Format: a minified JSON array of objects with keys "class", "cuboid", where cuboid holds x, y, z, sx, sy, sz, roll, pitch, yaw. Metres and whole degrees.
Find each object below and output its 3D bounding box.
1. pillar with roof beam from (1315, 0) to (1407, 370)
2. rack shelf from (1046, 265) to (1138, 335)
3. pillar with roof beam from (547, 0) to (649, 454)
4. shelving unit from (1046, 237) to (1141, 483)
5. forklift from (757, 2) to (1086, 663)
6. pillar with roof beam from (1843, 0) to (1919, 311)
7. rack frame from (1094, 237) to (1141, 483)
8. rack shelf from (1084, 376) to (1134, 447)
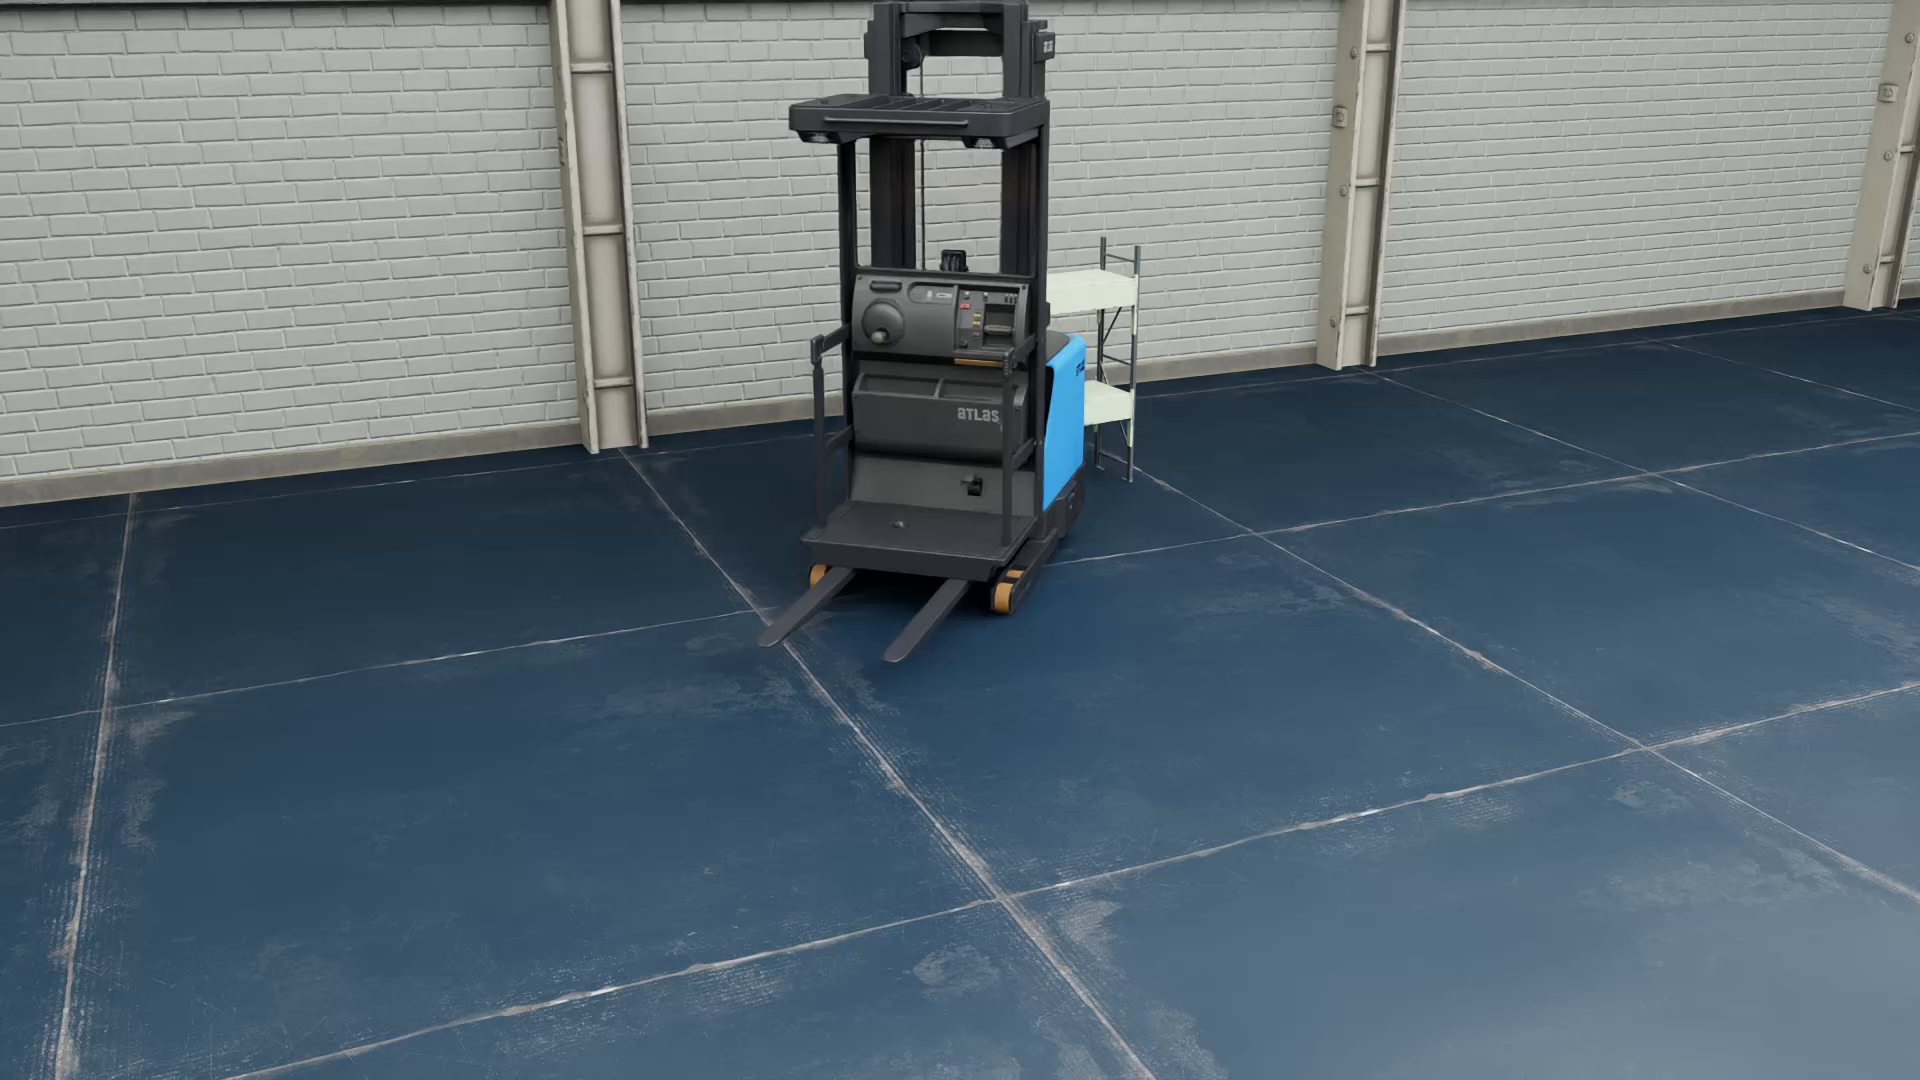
[{"class":"pillar with roof beam","cuboid":[4.856,-4.372,8.390,0.400,9.000,9.100,-8,21,-22]},{"class":"rack shelf","cuboid":[0.669,-1.438,10.172,0.720,0.370,0.431,-11,22,-28]},{"class":"pillar with roof beam","cuboid":[-0.653,-3.583,6.149,0.400,9.000,9.100,-8,21,-22]},{"class":"shelving unit","cuboid":[0.669,-1.070,10.301,0.755,1.500,0.431,-11,22,-28]},{"class":"forklift","cuboid":[-0.165,-1.148,8.369,1.130,2.935,3.031,6,20,16]},{"class":"pillar with roof beam","cuboid":[10.365,-5.162,10.632,0.400,9.000,9.100,-8,21,-22]},{"class":"rack frame","cuboid":[0.987,-1.130,10.473,0.023,1.500,0.400,-11,22,-28]},{"class":"rack shelf","cuboid":[0.669,-0.762,10.410,0.720,0.370,0.431,-11,22,-28]}]
